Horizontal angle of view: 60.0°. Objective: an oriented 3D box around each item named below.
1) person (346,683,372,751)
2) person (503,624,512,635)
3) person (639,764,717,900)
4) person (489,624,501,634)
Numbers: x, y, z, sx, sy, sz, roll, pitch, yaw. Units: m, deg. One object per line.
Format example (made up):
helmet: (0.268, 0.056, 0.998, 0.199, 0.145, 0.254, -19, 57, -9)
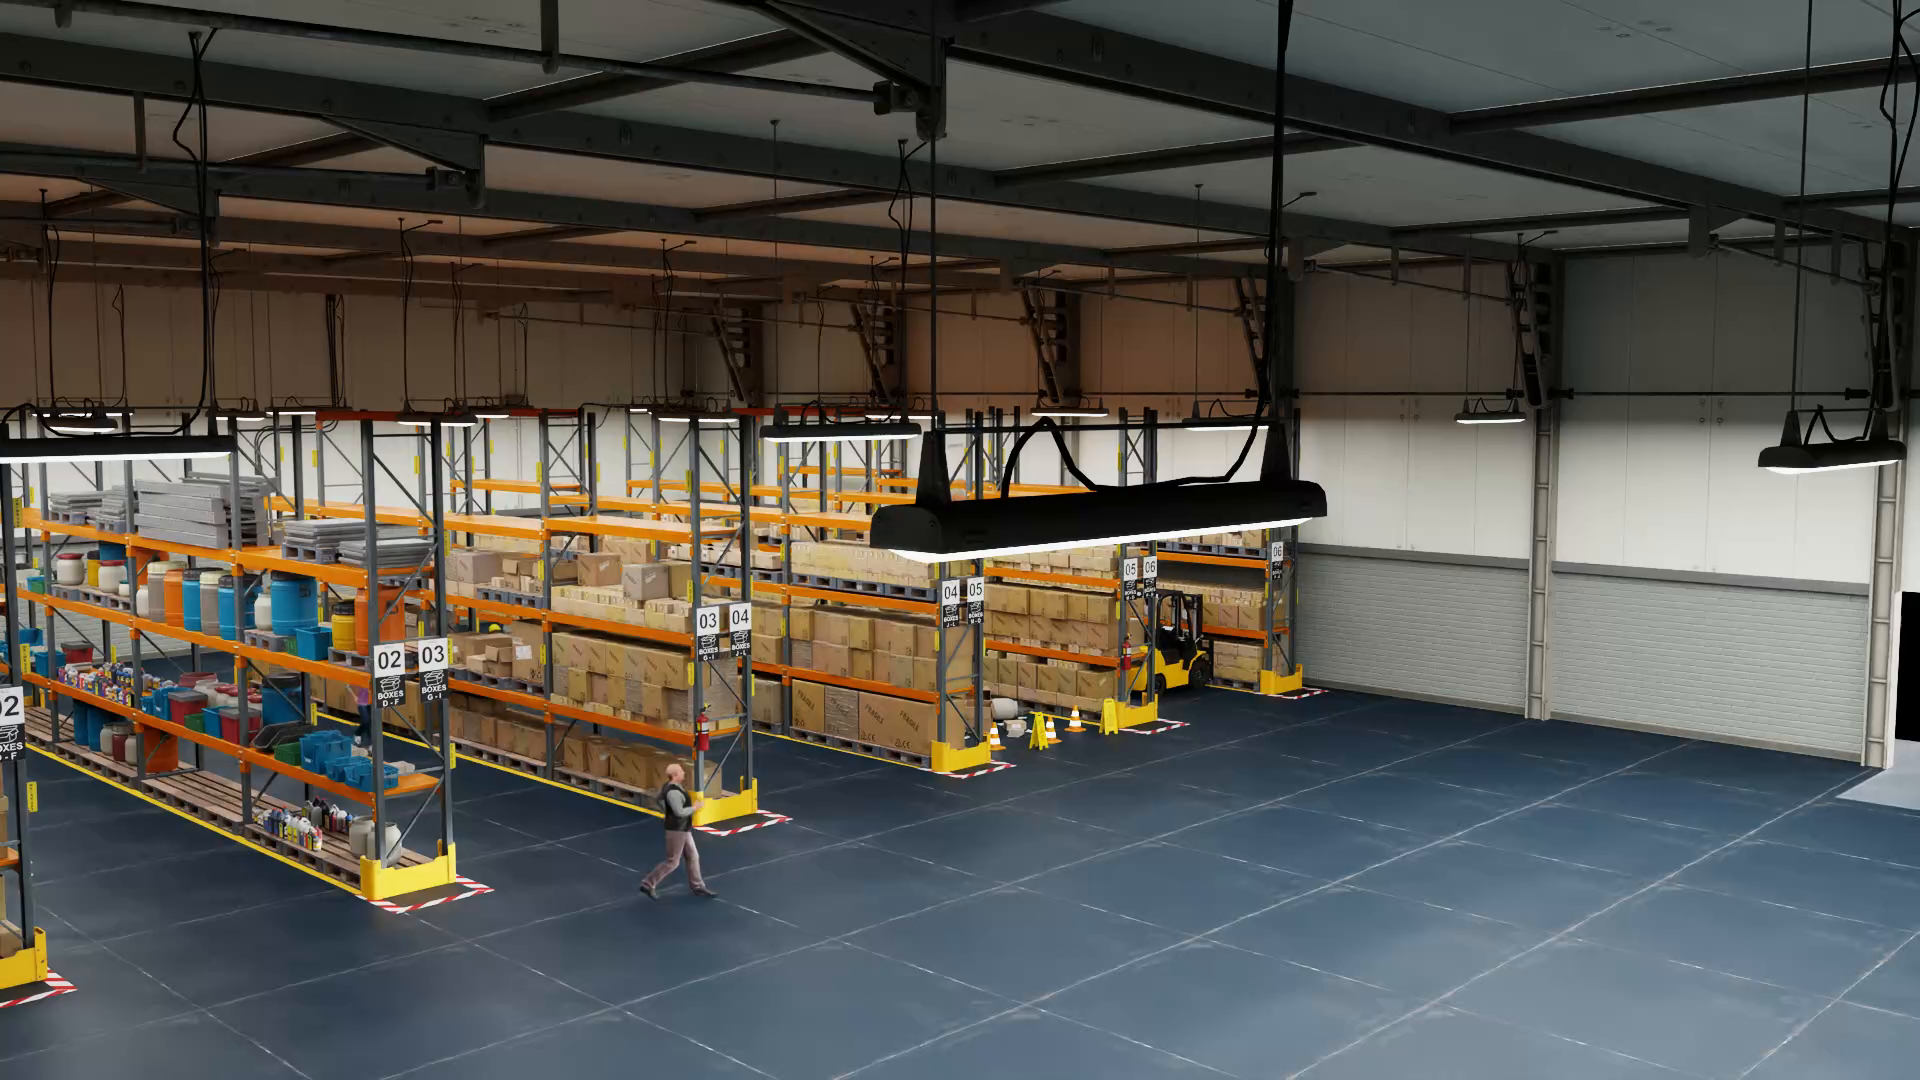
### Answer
person: (-10.484, 2.924, 29.342, 0.871, 1.613, 0.539, 4, 6, 37)
person: (-11.060, 1.821, 41.145, 0.648, 1.737, 0.597, 5, 7, 44)
person: (-3.505, 3.621, 20.614, 0.956, 1.719, 0.649, -1, 5, -10)
person: (-9.142, 2.557, 32.774, 0.733, 1.802, 0.672, 3, 6, 33)
